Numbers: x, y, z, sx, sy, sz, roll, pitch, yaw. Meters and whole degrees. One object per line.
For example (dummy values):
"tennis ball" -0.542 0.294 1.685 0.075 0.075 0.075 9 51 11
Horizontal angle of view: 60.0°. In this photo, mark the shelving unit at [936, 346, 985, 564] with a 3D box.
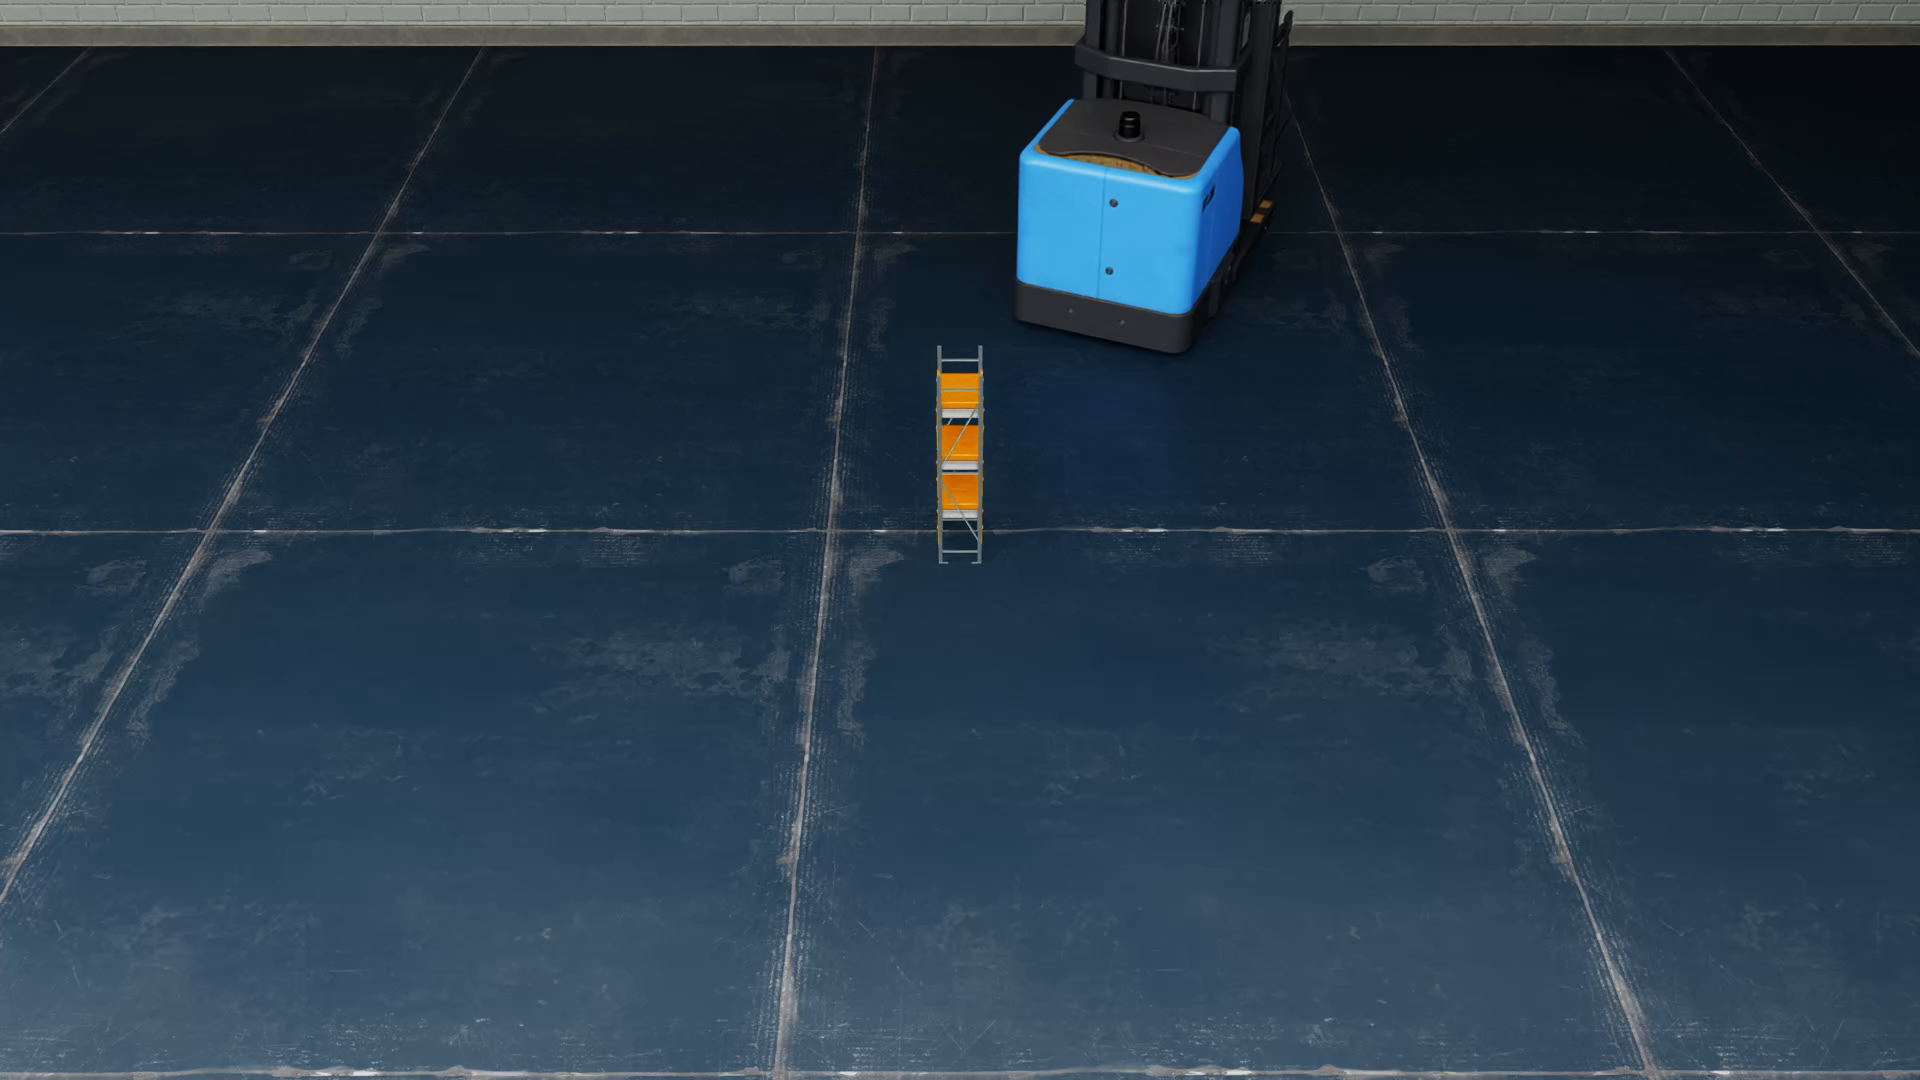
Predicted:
"shelving unit" 0.000 -0.376 7.625 0.215 1.050 0.252 0 39 0

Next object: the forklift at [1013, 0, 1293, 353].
"forklift" 1.344 -3.095 9.514 1.130 2.935 3.031 15 41 18

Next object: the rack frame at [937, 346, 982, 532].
"rack frame" 0.000 -0.453 7.721 0.200 1.050 0.008 0 39 0

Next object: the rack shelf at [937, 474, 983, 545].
"rack shelf" 0.000 -0.151 7.806 0.215 0.259 0.240 0 39 0

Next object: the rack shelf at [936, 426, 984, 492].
"rack shelf" 0.000 -0.368 7.632 0.215 0.259 0.240 0 39 0

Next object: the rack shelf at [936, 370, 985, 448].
"rack shelf" 0.000 -0.589 7.455 0.215 0.259 0.240 0 39 0

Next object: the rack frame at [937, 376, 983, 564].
"rack frame" 0.000 -0.300 7.530 0.200 1.050 0.008 0 39 0
